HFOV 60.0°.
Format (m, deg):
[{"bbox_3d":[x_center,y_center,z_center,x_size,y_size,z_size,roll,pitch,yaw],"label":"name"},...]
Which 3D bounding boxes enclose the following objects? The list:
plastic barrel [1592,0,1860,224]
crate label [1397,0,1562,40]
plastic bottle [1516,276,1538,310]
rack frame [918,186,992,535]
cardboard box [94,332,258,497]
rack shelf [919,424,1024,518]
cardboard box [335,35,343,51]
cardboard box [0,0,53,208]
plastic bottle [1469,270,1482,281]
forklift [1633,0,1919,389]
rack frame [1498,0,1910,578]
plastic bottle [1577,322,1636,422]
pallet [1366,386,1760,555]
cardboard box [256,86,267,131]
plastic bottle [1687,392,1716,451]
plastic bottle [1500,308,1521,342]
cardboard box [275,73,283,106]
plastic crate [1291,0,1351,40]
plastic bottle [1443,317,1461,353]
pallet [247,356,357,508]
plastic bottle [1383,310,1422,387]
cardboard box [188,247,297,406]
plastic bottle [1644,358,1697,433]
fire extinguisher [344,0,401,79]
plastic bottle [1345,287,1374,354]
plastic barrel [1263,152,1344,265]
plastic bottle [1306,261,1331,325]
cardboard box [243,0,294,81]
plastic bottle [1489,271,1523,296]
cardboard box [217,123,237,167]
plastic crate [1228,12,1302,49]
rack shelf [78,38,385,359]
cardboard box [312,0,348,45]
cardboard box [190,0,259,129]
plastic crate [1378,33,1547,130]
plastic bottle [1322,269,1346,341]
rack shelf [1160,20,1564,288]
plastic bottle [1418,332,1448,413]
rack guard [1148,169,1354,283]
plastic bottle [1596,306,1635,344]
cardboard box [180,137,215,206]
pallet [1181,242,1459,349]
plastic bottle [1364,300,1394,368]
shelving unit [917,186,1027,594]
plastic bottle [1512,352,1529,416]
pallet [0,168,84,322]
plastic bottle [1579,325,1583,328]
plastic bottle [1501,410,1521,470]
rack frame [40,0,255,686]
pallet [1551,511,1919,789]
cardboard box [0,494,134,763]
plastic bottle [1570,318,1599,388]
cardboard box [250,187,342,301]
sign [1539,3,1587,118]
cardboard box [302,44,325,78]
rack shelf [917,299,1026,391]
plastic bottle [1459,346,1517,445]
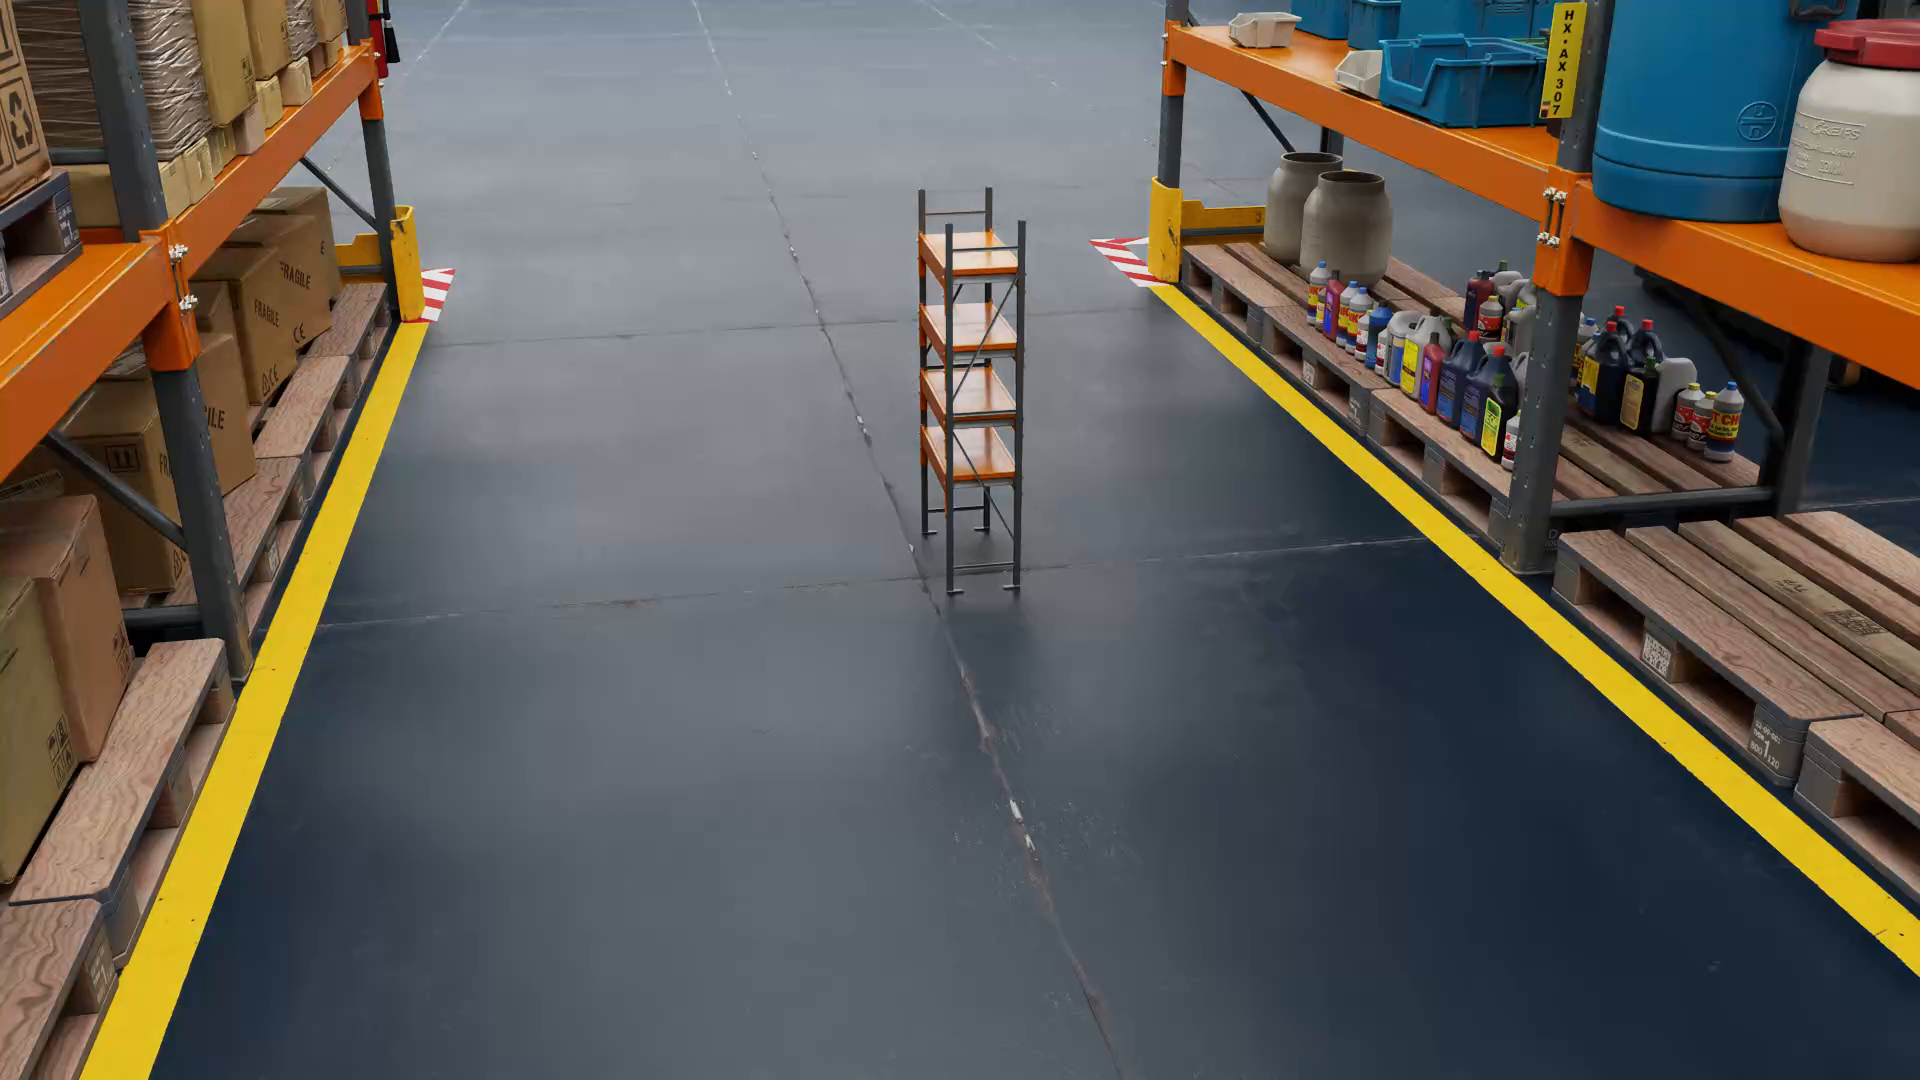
[{"bbox_3d":[2.081,-1.366,4.504,0.600,0.901,0.708,-4,24,-10],"label":"plastic barrel"},{"bbox_3d":[2.174,-2.196,6.987,0.502,0.435,0.616,-4,24,-10],"label":"crate label"},{"bbox_3d":[2.418,-0.961,6.963,0.144,0.351,0.185,-3,24,-8],"label":"plastic bottle"},{"bbox_3d":[-0.015,-0.581,5.581,0.240,1.200,0.015,-4,24,-10],"label":"rack frame"},{"bbox_3d":[-2.708,-0.376,5.462,0.500,0.500,0.500,3,24,7],"label":"cardboard box"},{"bbox_3d":[0.031,-0.241,5.467,0.258,0.148,0.480,-4,24,-10],"label":"rack shelf"},{"bbox_3d":[-3.044,-2.305,7.595,0.380,0.149,0.250,-4,24,-10],"label":"cardboard box"},{"bbox_3d":[-2.551,-1.089,3.220,1.000,1.000,1.000,-4,24,-9],"label":"cardboard box"},{"bbox_3d":[2.338,-1.113,7.498,0.097,0.201,0.097,0,24,0],"label":"plastic bottle"},{"bbox_3d":[4.288,-2.147,7.003,1.130,2.935,3.031,-3,24,-8],"label":"forklift"},{"bbox_3d":[2.307,-1.311,5.003,1.000,3.000,0.127,-4,24,-10],"label":"rack frame"},{"bbox_3d":[2.424,-0.636,6.218,0.144,0.351,0.185,-4,24,-10],"label":"plastic bottle"},{"bbox_3d":[2.224,-0.300,6.173,1.003,0.211,1.213,-4,24,-10],"label":"pallet"},{"bbox_3d":[-2.560,-1.426,5.580,0.380,0.149,0.250,-4,24,-10],"label":"cardboard box"},{"bbox_3d":[2.660,-0.428,5.928,0.097,0.201,0.097,0,24,0],"label":"plastic bottle"},{"bbox_3d":[2.307,-0.867,6.933,0.097,0.201,0.097,0,24,0],"label":"plastic bottle"},{"bbox_3d":[-2.686,-1.620,6.025,0.380,0.149,0.250,-4,24,-10],"label":"cardboard box"},{"bbox_3d":[1.954,-2.641,8.235,0.499,0.251,0.616,-4,24,-10],"label":"plastic crate"},{"bbox_3d":[1.906,-0.720,6.494,0.061,0.283,0.133,-4,24,-10],"label":"plastic bottle"},{"bbox_3d":[-2.948,-0.409,6.422,1.003,0.211,1.213,-4,24,-10],"label":"pallet"},{"bbox_3d":[1.784,-0.763,6.602,0.152,0.276,0.135,-4,24,-9],"label":"plastic bottle"},{"bbox_3d":[-2.960,-0.837,6.518,0.500,0.500,0.500,-2,24,-5],"label":"cardboard box"},{"bbox_3d":[2.593,-0.547,6.108,0.152,0.276,0.135,-3,24,-8],"label":"plastic bottle"},{"bbox_3d":[-2.868,-2.561,7.963,0.296,0.674,0.183,-4,24,-10],"label":"fire extinguisher"},{"bbox_3d":[1.679,-0.925,6.979,0.097,0.271,0.097,0,24,0],"label":"plastic bottle"},{"bbox_3d":[1.764,-1.683,8.440,0.421,0.512,0.421,0,24,0],"label":"plastic barrel"},{"bbox_3d":[1.597,-1.099,7.378,0.097,0.271,0.097,0,24,0],"label":"plastic bottle"},{"bbox_3d":[-2.884,-1.896,5.847,0.875,0.500,0.500,-4,24,-10],"label":"cardboard box"},{"bbox_3d":[2.358,-1.046,7.251,0.152,0.276,0.135,-4,24,-9],"label":"plastic bottle"},{"bbox_3d":[-2.467,-1.229,5.130,0.380,0.149,0.250,-4,24,-10],"label":"cardboard box"},{"bbox_3d":[1.417,-2.387,7.798,0.298,0.136,0.250,-4,24,-10],"label":"plastic crate"},{"bbox_3d":[-2.930,-1.401,6.109,1.077,0.370,4.000,-4,24,-10],"label":"rack shelf"},{"bbox_3d":[-3.015,-2.293,6.757,0.875,0.500,0.500,-4,24,-10],"label":"cardboard box"},{"bbox_3d":[-2.641,-1.507,4.956,0.875,0.500,0.500,-4,24,-10],"label":"cardboard box"},{"bbox_3d":[1.836,-1.658,5.984,0.499,0.251,0.616,-4,24,-10],"label":"plastic crate"},{"bbox_3d":[1.621,-1.014,7.169,0.061,0.283,0.133,-4,24,-9],"label":"plastic bottle"},{"bbox_3d":[1.937,-1.768,6.948,1.077,0.370,4.000,-4,24,-10],"label":"rack shelf"},{"bbox_3d":[1.798,-0.636,6.302,0.061,0.283,0.133,-3,24,-6],"label":"plastic bottle"},{"bbox_3d":[1.628,-1.712,9.045,1.175,0.500,0.348,-4,24,-10],"label":"rack guard"},{"bbox_3d":[2.531,-0.721,6.413,0.144,0.351,0.185,-5,24,-12],"label":"plastic bottle"},{"bbox_3d":[-2.338,-1.035,4.686,0.380,0.149,0.250,-4,24,-10],"label":"cardboard box"},{"bbox_3d":[1.773,-1.260,8.371,1.003,0.211,1.213,-4,24,-10],"label":"pallet"},{"bbox_3d":[1.716,-0.845,6.797,0.097,0.271,0.097,0,24,0],"label":"plastic bottle"},{"bbox_3d":[0.031,-0.485,5.361,0.258,1.200,0.503,-4,24,-10],"label":"shelving unit"},{"bbox_3d":[2.047,-0.541,6.001,0.144,0.351,0.185,-4,24,-10],"label":"plastic bottle"},{"bbox_3d":[-2.562,-0.545,3.489,1.003,0.211,1.213,-4,24,-10],"label":"pallet"},{"bbox_3d":[2.502,-0.765,6.701,0.097,0.201,0.097,0,24,0],"label":"plastic bottle"},{"bbox_3d":[1.934,-0.350,5.749,0.097,0.201,0.097,0,24,0],"label":"plastic bottle"},{"bbox_3d":[-2.560,-0.944,4.164,1.000,3.000,0.127,-4,24,-10],"label":"rack frame"},{"bbox_3d":[2.491,0.273,4.861,1.003,0.211,1.213,-4,24,-10],"label":"pallet"},{"bbox_3d":[-2.468,0.243,4.019,0.700,0.500,0.500,-6,24,-14],"label":"cardboard box"},{"bbox_3d":[2.467,-0.739,6.555,0.097,0.271,0.097,0,24,0],"label":"plastic bottle"},{"bbox_3d":[-3.201,-1.318,7.617,0.500,0.500,0.500,0,24,0],"label":"cardboard box"},{"bbox_3d":[1.765,-1.401,4.864,0.100,0.325,0.005,-4,24,-10],"label":"sign"},{"bbox_3d":[-2.871,-2.013,6.925,0.380,0.149,0.250,-4,24,-10],"label":"cardboard box"},{"bbox_3d":[0.031,-0.628,5.298,0.258,0.148,0.480,-4,24,-10],"label":"rack shelf"},{"bbox_3d":[1.905,-0.530,5.976,0.144,0.351,0.185,-5,24,-11],"label":"plastic bottle"}]
